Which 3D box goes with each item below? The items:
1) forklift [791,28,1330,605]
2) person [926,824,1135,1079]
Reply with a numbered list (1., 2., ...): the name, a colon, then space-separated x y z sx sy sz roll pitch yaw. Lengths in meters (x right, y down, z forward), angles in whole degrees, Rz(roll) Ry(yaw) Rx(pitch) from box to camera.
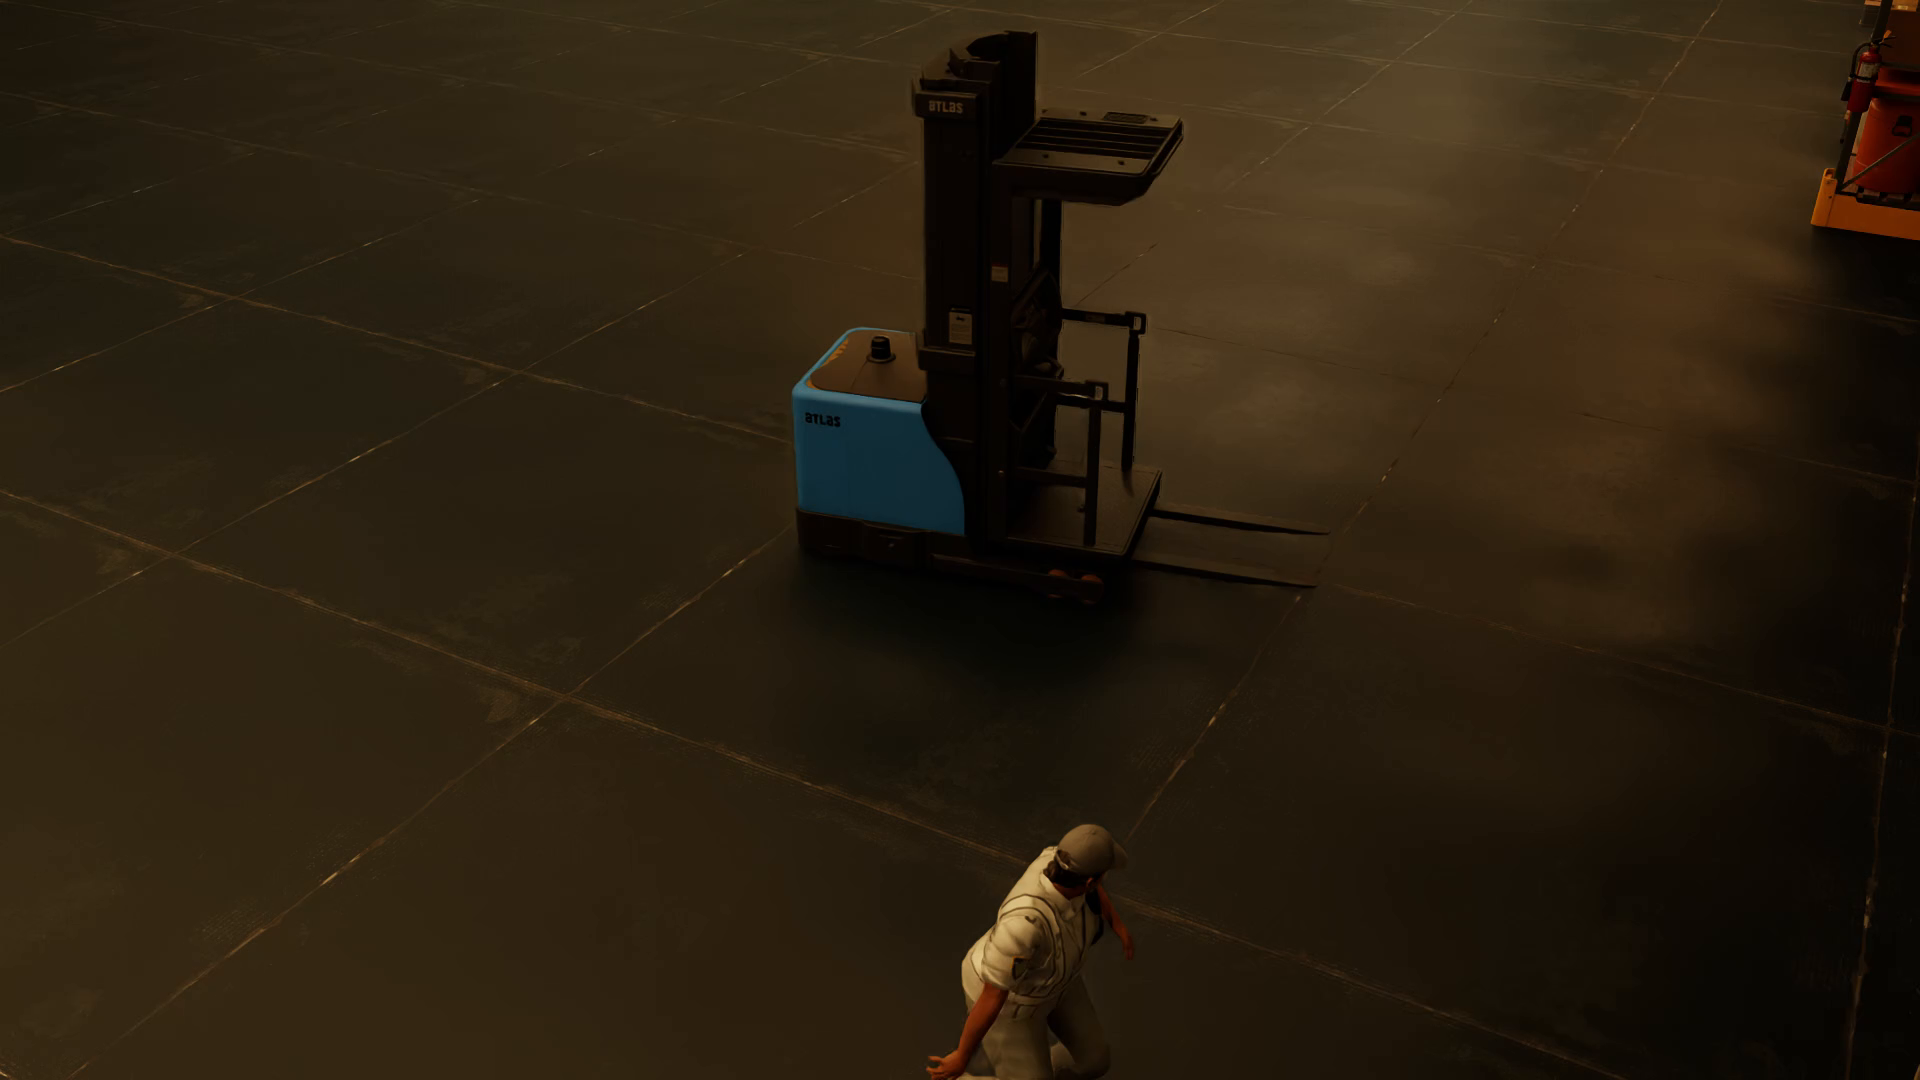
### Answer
1. forklift: 0.609 -1.203 9.155 3.031 2.935 1.130 9 31 15
2. person: 0.226 1.588 5.826 0.510 1.508 0.884 23 37 34
